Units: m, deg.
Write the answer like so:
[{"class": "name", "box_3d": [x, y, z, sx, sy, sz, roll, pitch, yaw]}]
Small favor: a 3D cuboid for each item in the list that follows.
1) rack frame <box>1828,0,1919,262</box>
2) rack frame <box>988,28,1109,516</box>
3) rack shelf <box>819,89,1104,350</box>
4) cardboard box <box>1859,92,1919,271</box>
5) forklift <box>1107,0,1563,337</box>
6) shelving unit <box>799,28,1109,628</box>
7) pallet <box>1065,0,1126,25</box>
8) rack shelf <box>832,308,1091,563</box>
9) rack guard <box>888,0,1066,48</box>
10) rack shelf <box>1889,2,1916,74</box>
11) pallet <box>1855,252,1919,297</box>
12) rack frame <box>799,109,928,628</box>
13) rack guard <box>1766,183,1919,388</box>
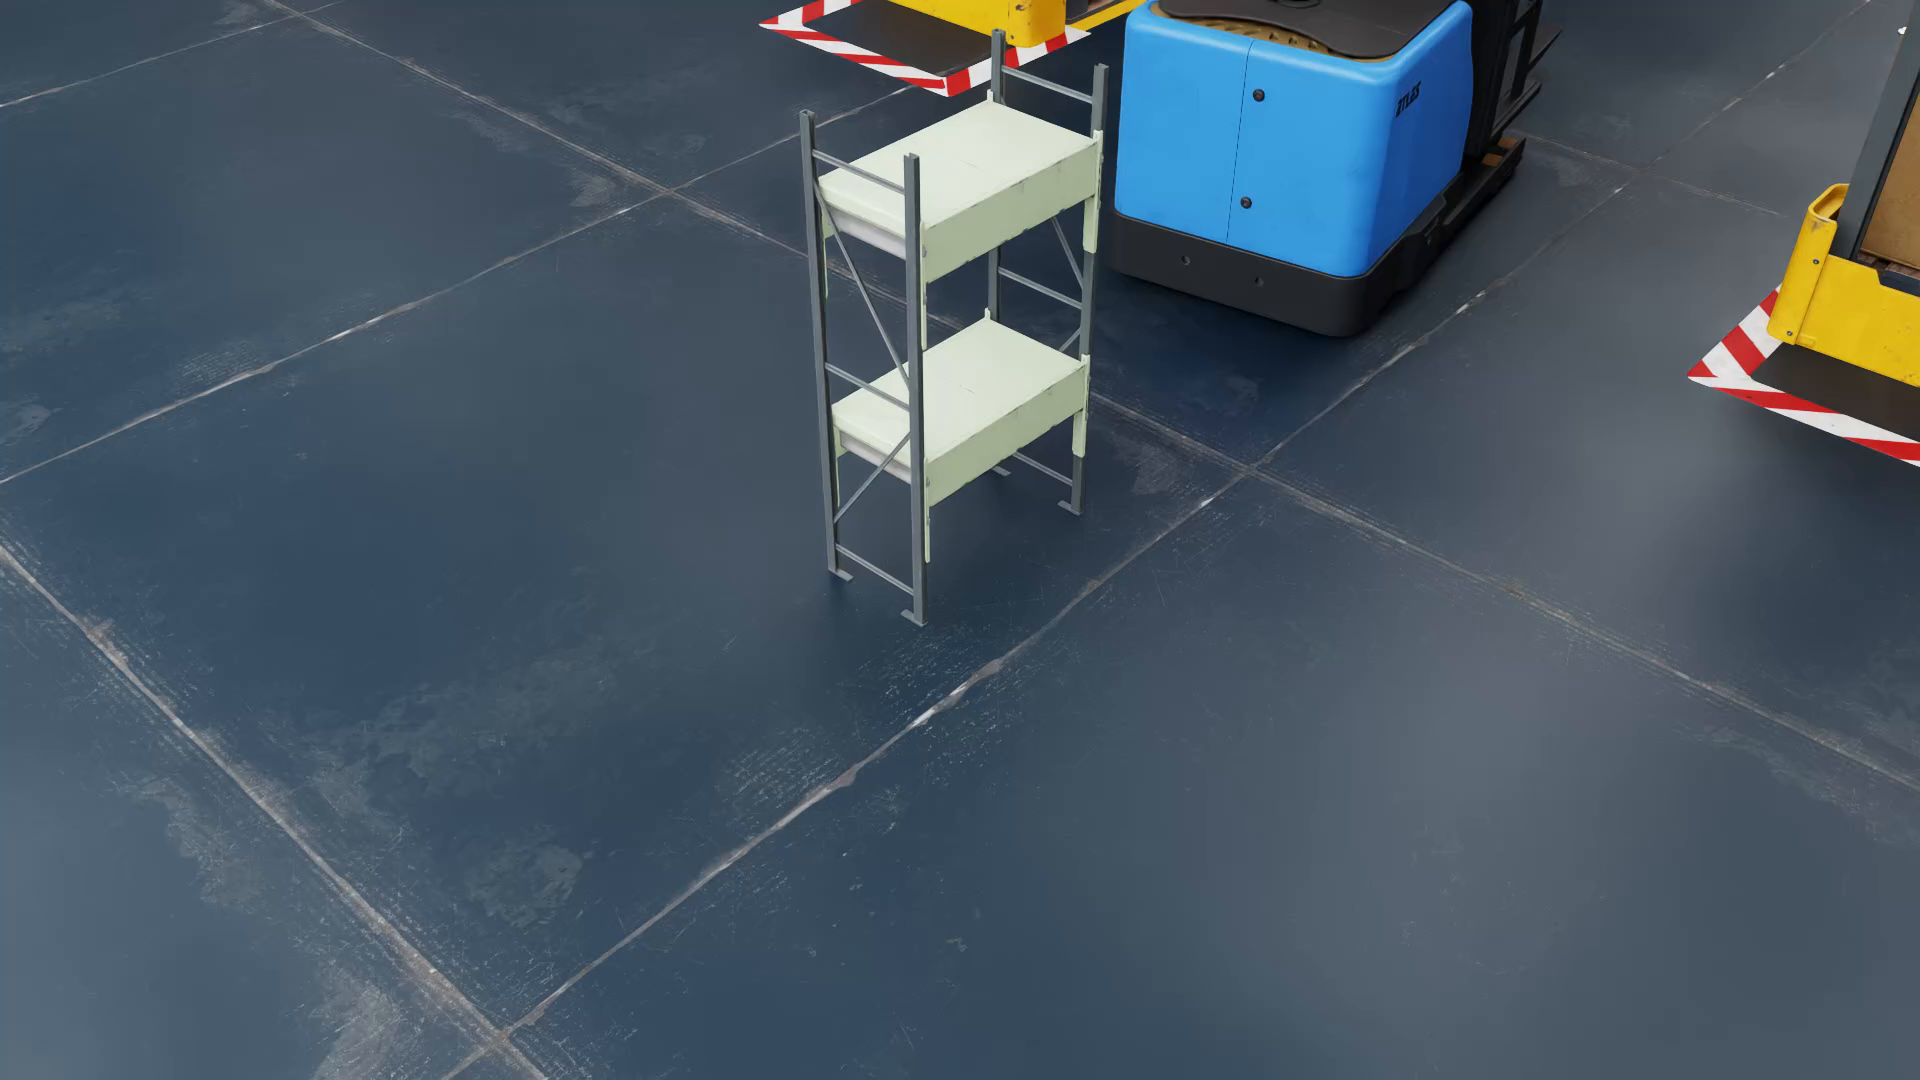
[{"class": "rack frame", "box_3d": [3.560, -1.793, 5.094, 1.000, 3.000, 0.127, 30, 47, 32]}, {"class": "rack frame", "box_3d": [0.242, -0.752, 4.991, 0.400, 1.500, 0.023, 30, 47, 32]}, {"class": "rack shelf", "box_3d": [-0.004, -0.889, 4.536, 0.431, 0.370, 0.720, 30, 47, 32]}, {"class": "cardboard box", "box_3d": [3.969, -1.465, 6.052, 0.875, 0.875, 0.875, 30, 47, 32]}, {"class": "forklift", "box_3d": [1.796, -2.775, 6.384, 1.130, 2.935, 3.031, 22, 43, 25]}, {"class": "shelving unit", "box_3d": [-0.004, -0.584, 4.779, 0.431, 1.500, 0.755, 30, 47, 32]}, {"class": "pallet", "box_3d": [0.593, -3.223, 9.134, 1.003, 0.211, 1.213, 30, 47, 32]}, {"class": "rack shelf", "box_3d": [-0.004, -0.329, 4.982, 0.431, 0.370, 0.720, 30, 47, 32]}, {"class": "rack guard", "box_3d": [0.019, -2.978, 8.594, 1.175, 0.500, 0.348, 30, 47, 32]}, {"class": "rack shelf", "box_3d": [4.910, -2.430, 6.474, 1.077, 0.370, 4.000, 30, 47, 32]}, {"class": "pallet", "box_3d": [4.042, -1.101, 6.465, 1.003, 0.211, 1.213, 30, 47, 32]}, {"class": "rack frame", "box_3d": [-0.251, -0.416, 4.568, 0.400, 1.500, 0.023, 30, 47, 32]}, {"class": "rack guard", "box_3d": [3.544, -0.803, 5.858, 1.175, 0.500, 0.348, 30, 47, 32]}]
